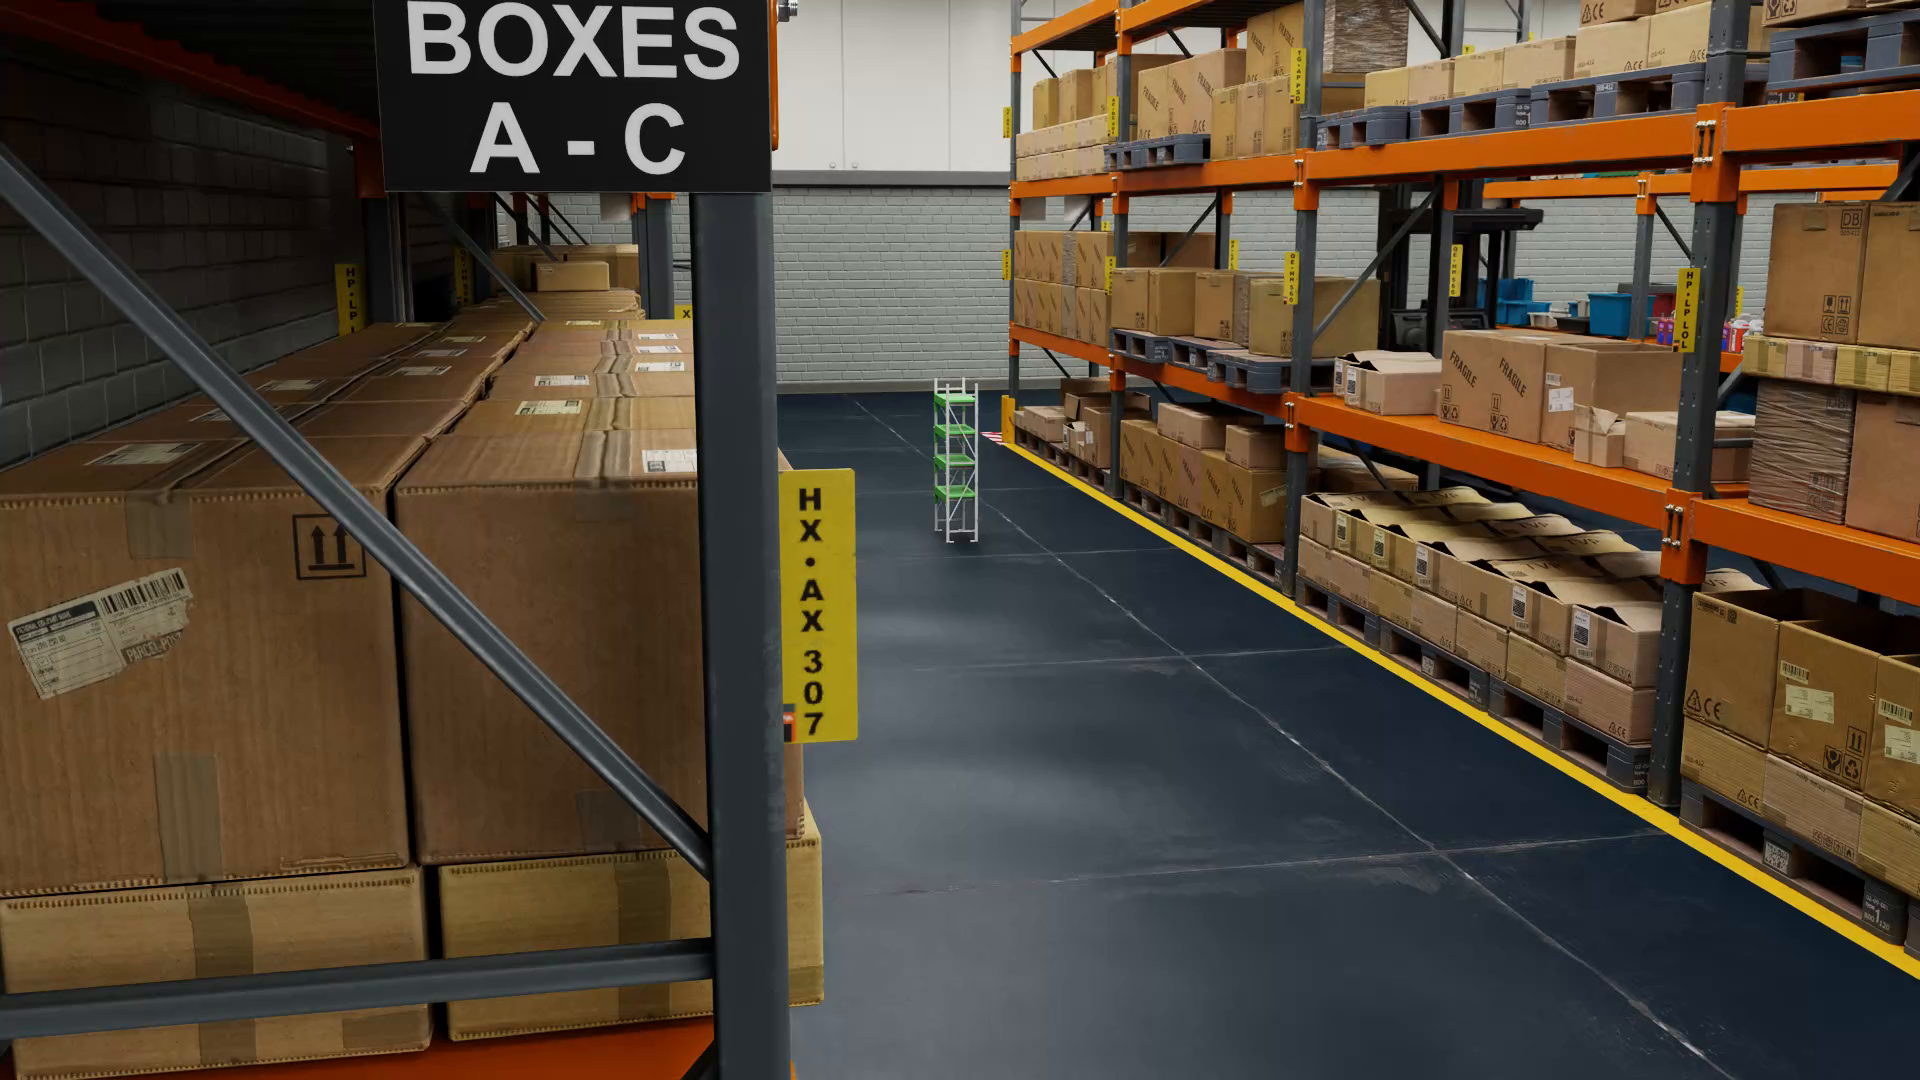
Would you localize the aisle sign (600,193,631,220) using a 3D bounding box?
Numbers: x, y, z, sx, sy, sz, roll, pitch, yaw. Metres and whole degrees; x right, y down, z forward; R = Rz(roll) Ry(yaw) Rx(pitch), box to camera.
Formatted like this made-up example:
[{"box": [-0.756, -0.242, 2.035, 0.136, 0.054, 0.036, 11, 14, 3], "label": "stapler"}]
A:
[{"box": [-3.535, -3.711, 17.221, 0.394, 0.787, 0.004, -2, 11, -11], "label": "aisle sign"}]

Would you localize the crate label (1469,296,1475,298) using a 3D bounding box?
[{"box": [5.628, -2.660, 18.939, 0.416, 0.233, 0.303, -2, 11, -11], "label": "crate label"}]

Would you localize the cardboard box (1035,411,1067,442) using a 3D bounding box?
[{"box": [1.065, -1.163, 16.961, 0.500, 0.250, 0.500, -2, 11, -11], "label": "cardboard box"}]

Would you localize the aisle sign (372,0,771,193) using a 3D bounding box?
[{"box": [-0.395, -0.750, 1.664, 0.394, 0.787, 0.004, -2, 11, -11], "label": "aisle sign"}]

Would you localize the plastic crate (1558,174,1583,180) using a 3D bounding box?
[{"box": [6.060, -3.600, 16.272, 0.293, 0.136, 0.466, -2, 11, -11], "label": "plastic crate"}]

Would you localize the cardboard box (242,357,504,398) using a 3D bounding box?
[{"box": [-1.294, -0.139, 3.744, 0.500, 0.500, 0.500, -2, 11, -10], "label": "cardboard box"}]

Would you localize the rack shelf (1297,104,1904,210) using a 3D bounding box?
[{"box": [2.988, -1.877, 8.438, 1.077, 0.370, 4.000, -2, 11, -11], "label": "rack shelf"}]

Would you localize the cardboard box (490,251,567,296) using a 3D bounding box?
[{"box": [-2.602, -1.590, 9.906, 0.500, 0.250, 0.500, -2, 11, -9], "label": "cardboard box"}]

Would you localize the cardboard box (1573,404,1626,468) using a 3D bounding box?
[{"box": [3.026, -0.479, 7.548, 0.396, 0.266, 0.258, -2, 11, -12], "label": "cardboard box"}]

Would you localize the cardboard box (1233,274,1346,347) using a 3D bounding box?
[{"box": [2.376, -1.665, 12.033, 0.700, 0.500, 0.500, 0, 11, 0], "label": "cardboard box"}]

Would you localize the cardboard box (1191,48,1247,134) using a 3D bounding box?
[{"box": [2.109, -3.296, 12.310, 0.600, 0.600, 0.600, -3, 11, -13], "label": "cardboard box"}]

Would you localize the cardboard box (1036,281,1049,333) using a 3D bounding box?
[{"box": [1.071, -2.363, 16.819, 0.500, 0.500, 0.500, -2, 11, -11], "label": "cardboard box"}]

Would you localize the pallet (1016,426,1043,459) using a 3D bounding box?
[{"box": [1.214, -1.061, 17.706, 1.003, 0.211, 1.213, -2, 11, -11], "label": "pallet"}]

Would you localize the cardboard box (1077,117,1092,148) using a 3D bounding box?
[{"box": [1.366, -3.674, 15.018, 0.500, 0.250, 0.500, -2, 11, -11], "label": "cardboard box"}]

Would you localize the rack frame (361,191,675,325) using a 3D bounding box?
[{"box": [-1.481, -0.209, 5.774, 1.000, 3.000, 0.127, -2, 11, -11], "label": "rack frame"}]

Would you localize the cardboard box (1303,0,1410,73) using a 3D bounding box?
[{"box": [2.521, -3.218, 10.616, 0.500, 0.500, 0.500, -2, 11, -11], "label": "cardboard box"}]

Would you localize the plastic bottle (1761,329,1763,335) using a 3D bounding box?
[{"box": [6.618, -1.640, 13.636, 0.097, 0.271, 0.097, 0, 11, 0], "label": "plastic bottle"}]

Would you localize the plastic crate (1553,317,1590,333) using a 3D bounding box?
[{"box": [6.199, -2.127, 16.423, 0.437, 0.125, 0.590, -2, 11, -11], "label": "plastic crate"}]

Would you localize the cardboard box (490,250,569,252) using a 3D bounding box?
[{"box": [-2.699, -1.685, 10.406, 0.500, 0.250, 0.500, -2, 11, -13], "label": "cardboard box"}]

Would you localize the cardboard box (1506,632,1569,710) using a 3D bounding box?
[{"box": [2.915, 0.596, 7.774, 0.500, 0.250, 0.500, -2, 11, -12], "label": "cardboard box"}]

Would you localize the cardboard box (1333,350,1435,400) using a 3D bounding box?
[{"box": [2.627, -1.012, 10.228, 0.500, 0.311, 0.500, -1, 11, -7], "label": "cardboard box"}]

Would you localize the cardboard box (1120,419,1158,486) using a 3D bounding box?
[{"box": [1.676, -0.748, 14.112, 0.500, 0.500, 0.500, -3, 11, -14], "label": "cardboard box"}]

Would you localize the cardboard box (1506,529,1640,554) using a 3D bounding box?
[{"box": [3.241, 0.112, 8.816, 0.500, 0.311, 0.500, -2, 11, -9], "label": "cardboard box"}]

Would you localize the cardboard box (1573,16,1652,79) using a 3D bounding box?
[{"box": [3.157, -2.210, 7.542, 0.500, 0.250, 0.500, -3, 11, -17], "label": "cardboard box"}]

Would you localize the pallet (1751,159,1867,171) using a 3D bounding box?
[{"box": [7.152, -3.069, 13.284, 1.003, 0.211, 1.213, -2, 11, -11], "label": "pallet"}]

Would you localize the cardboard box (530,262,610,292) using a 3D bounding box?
[{"box": [-2.086, -1.406, 8.883, 0.380, 0.149, 0.250, -4, 12, -21], "label": "cardboard box"}]

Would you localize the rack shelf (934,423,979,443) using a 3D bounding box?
[{"box": [-0.032, -0.793, 12.711, 0.258, 0.148, 0.480, -2, 11, -11], "label": "rack shelf"}]

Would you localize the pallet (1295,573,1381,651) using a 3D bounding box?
[{"box": [2.721, 0.399, 10.038, 1.003, 0.211, 1.213, -2, 11, -11], "label": "pallet"}]

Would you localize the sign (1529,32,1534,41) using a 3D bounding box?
[{"box": [6.439, -5.582, 18.820, 0.100, 0.325, 0.005, -2, 11, -11], "label": "sign"}]

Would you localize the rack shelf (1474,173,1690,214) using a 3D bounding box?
[{"box": [6.292, -3.524, 17.089, 1.077, 0.370, 4.000, -2, 11, -11], "label": "rack shelf"}]

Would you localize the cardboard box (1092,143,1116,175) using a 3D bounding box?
[{"box": [1.466, -3.337, 14.584, 0.500, 0.250, 0.500, -2, 11, -11], "label": "cardboard box"}]

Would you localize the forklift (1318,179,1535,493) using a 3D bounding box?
[{"box": [4.334, -1.897, 14.825, 1.130, 2.935, 3.031, -3, 11, -14], "label": "forklift"}]

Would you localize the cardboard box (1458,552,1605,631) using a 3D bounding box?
[{"box": [2.815, 0.228, 8.206, 0.500, 0.311, 0.500, -2, 11, -11], "label": "cardboard box"}]

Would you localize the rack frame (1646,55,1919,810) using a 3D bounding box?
[{"box": [3.377, -0.390, 6.724, 1.000, 3.000, 0.127, -2, 11, -11], "label": "rack frame"}]

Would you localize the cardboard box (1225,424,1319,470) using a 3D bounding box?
[{"box": [2.172, -0.653, 11.610, 0.500, 0.250, 0.500, -2, 11, -9], "label": "cardboard box"}]

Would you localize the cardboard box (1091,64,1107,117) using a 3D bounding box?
[{"box": [1.628, -4.147, 15.500, 0.700, 0.500, 0.500, -2, 11, -11], "label": "cardboard box"}]

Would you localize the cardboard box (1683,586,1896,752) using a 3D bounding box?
[{"box": [3.160, 0.482, 6.365, 0.500, 0.500, 0.500, -2, 11, -11], "label": "cardboard box"}]

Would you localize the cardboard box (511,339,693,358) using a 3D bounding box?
[{"box": [-0.896, -0.254, 4.352, 0.500, 0.500, 0.500, -2, 11, -13], "label": "cardboard box"}]

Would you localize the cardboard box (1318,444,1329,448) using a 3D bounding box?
[{"box": [2.484, -0.489, 12.754, 0.500, 0.500, 0.500, -3, 11, -13], "label": "cardboard box"}]

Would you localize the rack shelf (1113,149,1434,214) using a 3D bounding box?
[{"box": [2.210, -2.611, 12.292, 1.077, 0.370, 4.000, -2, 11, -11], "label": "rack shelf"}]

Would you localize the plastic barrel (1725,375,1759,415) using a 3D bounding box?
[{"box": [6.908, -0.982, 14.322, 0.600, 0.901, 0.708, -2, 11, -11], "label": "plastic barrel"}]

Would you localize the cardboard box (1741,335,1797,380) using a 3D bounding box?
[{"box": [3.239, -0.702, 6.358, 0.380, 0.149, 0.250, -2, 11, -11], "label": "cardboard box"}]

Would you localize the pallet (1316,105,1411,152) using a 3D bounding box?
[{"box": [2.819, -2.383, 9.678, 1.213, 0.211, 1.003, -2, 11, -8], "label": "pallet"}]

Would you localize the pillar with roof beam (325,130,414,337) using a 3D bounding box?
[{"box": [1.368, -3.777, 8.472, 9.100, 9.000, 0.400, -2, 11, -11], "label": "pillar with roof beam"}]

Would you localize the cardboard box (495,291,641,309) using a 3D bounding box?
[{"box": [-2.023, -1.021, 8.593, 0.700, 0.500, 0.500, -3, 11, -16], "label": "cardboard box"}]

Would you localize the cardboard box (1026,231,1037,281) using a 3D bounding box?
[{"box": [0.980, -2.945, 17.204, 0.500, 0.500, 0.500, -2, 11, -10], "label": "cardboard box"}]

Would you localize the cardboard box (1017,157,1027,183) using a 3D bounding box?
[{"box": [0.894, -3.887, 17.477, 0.500, 0.250, 0.500, -2, 11, -11], "label": "cardboard box"}]

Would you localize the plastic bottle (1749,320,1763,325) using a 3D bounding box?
[{"box": [6.726, -1.713, 14.005, 0.152, 0.276, 0.135, -2, 11, -11], "label": "plastic bottle"}]

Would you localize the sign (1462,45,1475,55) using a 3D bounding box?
[{"box": [3.145, -2.909, 10.340, 0.100, 0.325, 0.005, -2, 11, -11], "label": "sign"}]

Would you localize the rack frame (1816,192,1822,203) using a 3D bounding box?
[{"box": [10.761, -2.951, 20.176, 1.000, 3.000, 0.127, -2, 11, -11], "label": "rack frame"}]

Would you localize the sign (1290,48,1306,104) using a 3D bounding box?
[{"box": [2.067, -2.832, 10.148, 0.100, 0.325, 0.005, -2, 11, -11], "label": "sign"}]

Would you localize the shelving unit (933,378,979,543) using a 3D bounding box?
[{"box": [-0.032, -0.620, 12.744, 0.258, 1.200, 0.503, -2, 11, -11], "label": "shelving unit"}]
